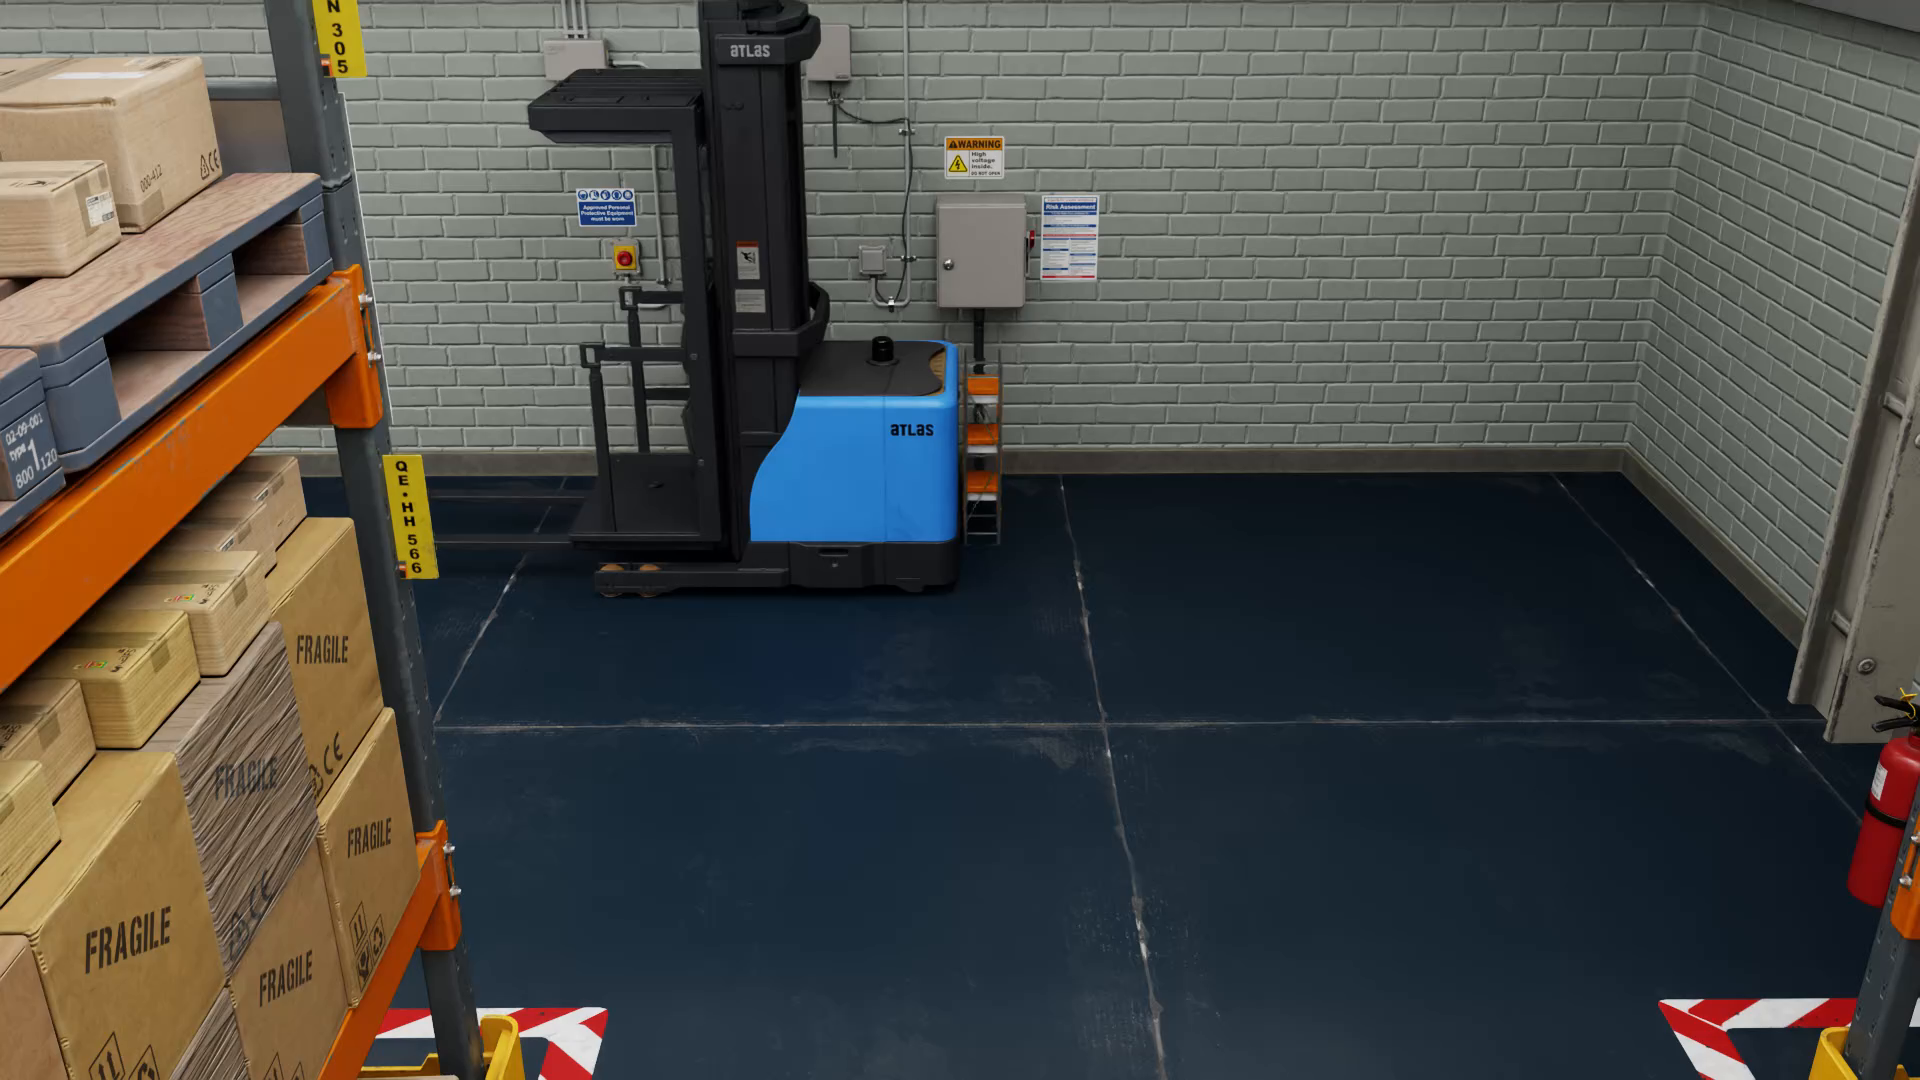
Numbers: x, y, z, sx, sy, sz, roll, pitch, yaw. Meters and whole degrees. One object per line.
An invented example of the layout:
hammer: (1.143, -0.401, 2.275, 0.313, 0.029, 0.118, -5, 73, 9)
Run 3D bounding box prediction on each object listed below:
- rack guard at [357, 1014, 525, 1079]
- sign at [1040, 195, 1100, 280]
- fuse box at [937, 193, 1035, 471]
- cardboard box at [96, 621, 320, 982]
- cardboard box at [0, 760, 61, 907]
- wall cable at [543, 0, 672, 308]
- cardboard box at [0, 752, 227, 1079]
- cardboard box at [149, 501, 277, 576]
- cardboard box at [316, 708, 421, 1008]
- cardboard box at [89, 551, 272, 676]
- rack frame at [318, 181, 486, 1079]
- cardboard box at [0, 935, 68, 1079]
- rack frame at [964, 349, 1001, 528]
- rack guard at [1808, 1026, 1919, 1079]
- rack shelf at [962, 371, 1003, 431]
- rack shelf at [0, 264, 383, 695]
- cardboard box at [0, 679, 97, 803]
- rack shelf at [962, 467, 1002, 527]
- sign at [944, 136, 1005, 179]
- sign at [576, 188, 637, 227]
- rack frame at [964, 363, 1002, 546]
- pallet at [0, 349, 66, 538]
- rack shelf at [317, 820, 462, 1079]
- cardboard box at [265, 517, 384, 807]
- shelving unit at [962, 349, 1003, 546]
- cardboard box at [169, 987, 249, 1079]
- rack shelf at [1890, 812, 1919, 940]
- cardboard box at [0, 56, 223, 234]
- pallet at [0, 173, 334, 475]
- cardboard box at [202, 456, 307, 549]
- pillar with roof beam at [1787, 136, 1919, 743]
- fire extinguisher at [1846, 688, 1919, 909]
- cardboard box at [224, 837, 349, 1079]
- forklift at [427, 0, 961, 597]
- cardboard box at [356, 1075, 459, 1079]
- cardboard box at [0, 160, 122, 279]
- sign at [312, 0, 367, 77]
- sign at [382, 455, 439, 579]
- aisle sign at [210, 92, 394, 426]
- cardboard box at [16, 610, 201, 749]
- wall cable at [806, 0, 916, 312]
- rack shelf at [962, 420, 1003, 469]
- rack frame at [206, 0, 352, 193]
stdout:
rack guard: (-1.879, 1.708, 4.868, 1.175, 0.500, 0.348, 0, 24, -1)
sign: (0.630, -1.738, 9.569, 0.329, 0.494, 0.001, 0, 24, -1)
fuse box: (0.139, -1.107, 9.621, 0.539, 1.711, 0.414, 0, 24, -1)
cardboard box: (-1.600, 0.490, 3.191, 0.500, 0.500, 0.500, 0, 24, 0)
cardboard box: (-1.606, 0.455, 2.483, 0.380, 0.149, 0.250, 0, 24, 1)
wall cable: (-1.964, -2.222, 9.252, 0.585, 1.953, 0.123, 0, 24, -1)
cardboard box: (-1.598, 0.694, 2.741, 0.500, 0.500, 0.500, 0, 24, -1)
cardboard box: (-1.648, 0.033, 3.414, 0.380, 0.149, 0.250, 0, 24, 0)
cardboard box: (-1.609, 0.731, 3.873, 0.500, 0.500, 0.500, 0, 24, 0)
cardboard box: (-1.561, 0.139, 3.180, 0.380, 0.149, 0.250, 0, 24, -1)
rack frame: (-1.879, 0.579, 4.331, 1.000, 3.000, 0.127, 0, 24, -1)
cardboard box: (-1.594, 0.901, 2.282, 0.500, 0.500, 0.500, 0, 24, -1)
rack frame: (0.120, -0.550, 9.193, 0.200, 1.050, 0.008, 0, 24, 0)
rack guard: (3.086, 1.725, 4.829, 1.175, 0.500, 0.348, 0, 24, -1)
rack shelf: (0.121, -0.749, 8.969, 0.215, 0.259, 0.240, 0, 24, 0)
rack shelf: (-1.857, 0.364, 2.038, 1.077, 0.370, 4.000, 0, 24, -1)
cardboard box: (-1.667, 0.351, 2.711, 0.380, 0.149, 0.250, 0, 24, -1)
rack shelf: (0.121, -0.237, 9.200, 0.215, 0.259, 0.240, 0, 24, 0)
sign: (0.081, -2.155, 9.374, 0.339, 0.242, 0.001, 0, 24, -1)
sign: (-2.012, -1.893, 9.467, 0.327, 0.218, 0.001, 0, 24, -1)
rack frame: (0.122, -0.450, 8.970, 0.200, 1.050, 0.008, 0, 24, 0)
pallet: (-1.844, 0.062, 1.941, 1.003, 0.211, 1.213, 0, 24, -1)
rack shelf: (-1.857, 1.731, 2.657, 1.077, 0.370, 4.000, 0, 24, -1)
cardboard box: (-1.635, 0.275, 3.667, 0.500, 0.500, 0.500, 1, 24, 1)
shelving unit: (0.121, -0.500, 9.081, 0.215, 1.050, 0.252, 0, 24, 0)
cardboard box: (-1.603, 1.149, 2.947, 0.500, 0.500, 0.500, 0, 24, 1)
rack shelf: (3.107, 1.707, 2.709, 1.077, 0.370, 4.000, 0, 24, -1)
cardboard box: (-1.784, -0.772, 3.227, 0.500, 0.250, 0.500, -2, 24, -5)
pallet: (-1.860, -0.442, 3.055, 1.003, 0.211, 1.213, 0, 24, -1)
cardboard box: (-1.674, -0.071, 3.645, 0.380, 0.149, 0.250, 0, 24, 0)
pillar with roof beam: (-0.348, -3.274, 5.570, 9.100, 9.000, 0.400, 0, 24, -1)
fire extinguisher: (2.621, 0.701, 4.606, 0.296, 0.674, 0.183, 0, 24, -1)
cardboard box: (-1.618, 0.938, 3.416, 0.500, 0.500, 0.500, -1, 24, -2)
forklift: (-1.516, -1.257, 8.473, 3.031, 2.935, 1.130, 0, 24, 0)
cardboard box: (-1.771, 1.826, 4.172, 0.875, 0.438, 0.875, -1, 24, -2)
cardboard box: (-1.699, -0.553, 2.867, 0.380, 0.149, 0.250, -2, 24, -5)
sign: (-1.336, -1.152, 3.539, 0.100, 0.325, 0.005, 0, 24, -1)
sign: (-1.336, -0.054, 4.036, 0.100, 0.325, 0.005, 0, 24, -1)
aisle sign: (-1.569, -0.637, 3.863, 0.394, 0.787, 0.004, 0, 24, -1)
cardboard box: (-1.599, 0.243, 2.950, 0.380, 0.149, 0.250, 0, 24, 1)
wall cable: (-0.545, -2.219, 9.283, 0.588, 1.984, 0.122, 0, 24, -1)
rack shelf: (0.121, -0.490, 9.086, 0.215, 0.259, 0.240, 0, 24, 0)
rack frame: (-1.879, -2.155, 3.094, 1.000, 3.000, 0.127, 0, 24, -1)
